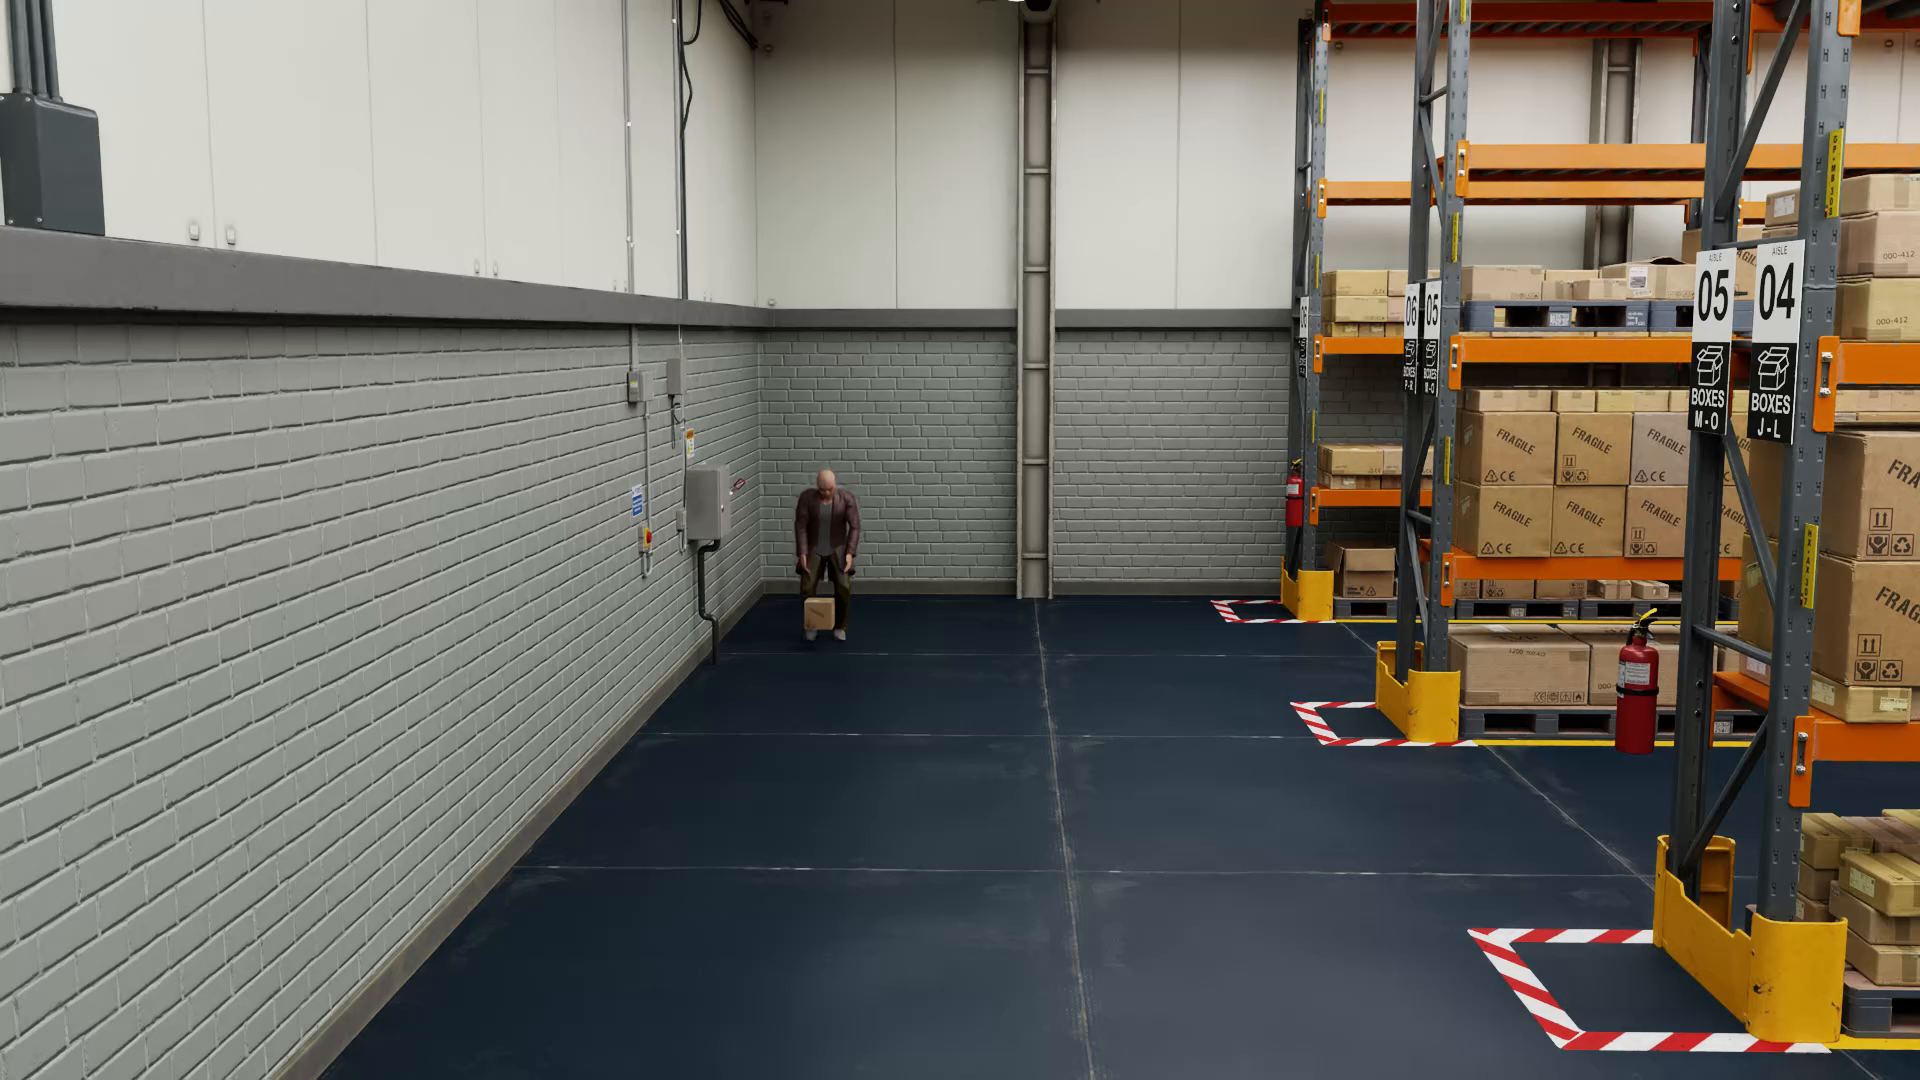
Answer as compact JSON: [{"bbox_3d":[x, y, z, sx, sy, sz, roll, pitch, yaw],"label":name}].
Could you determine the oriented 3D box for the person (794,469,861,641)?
[{"bbox_3d":[-1.228,0.132,15.473,0.620,1.611,0.564,0,7,2],"label":"person"}]
